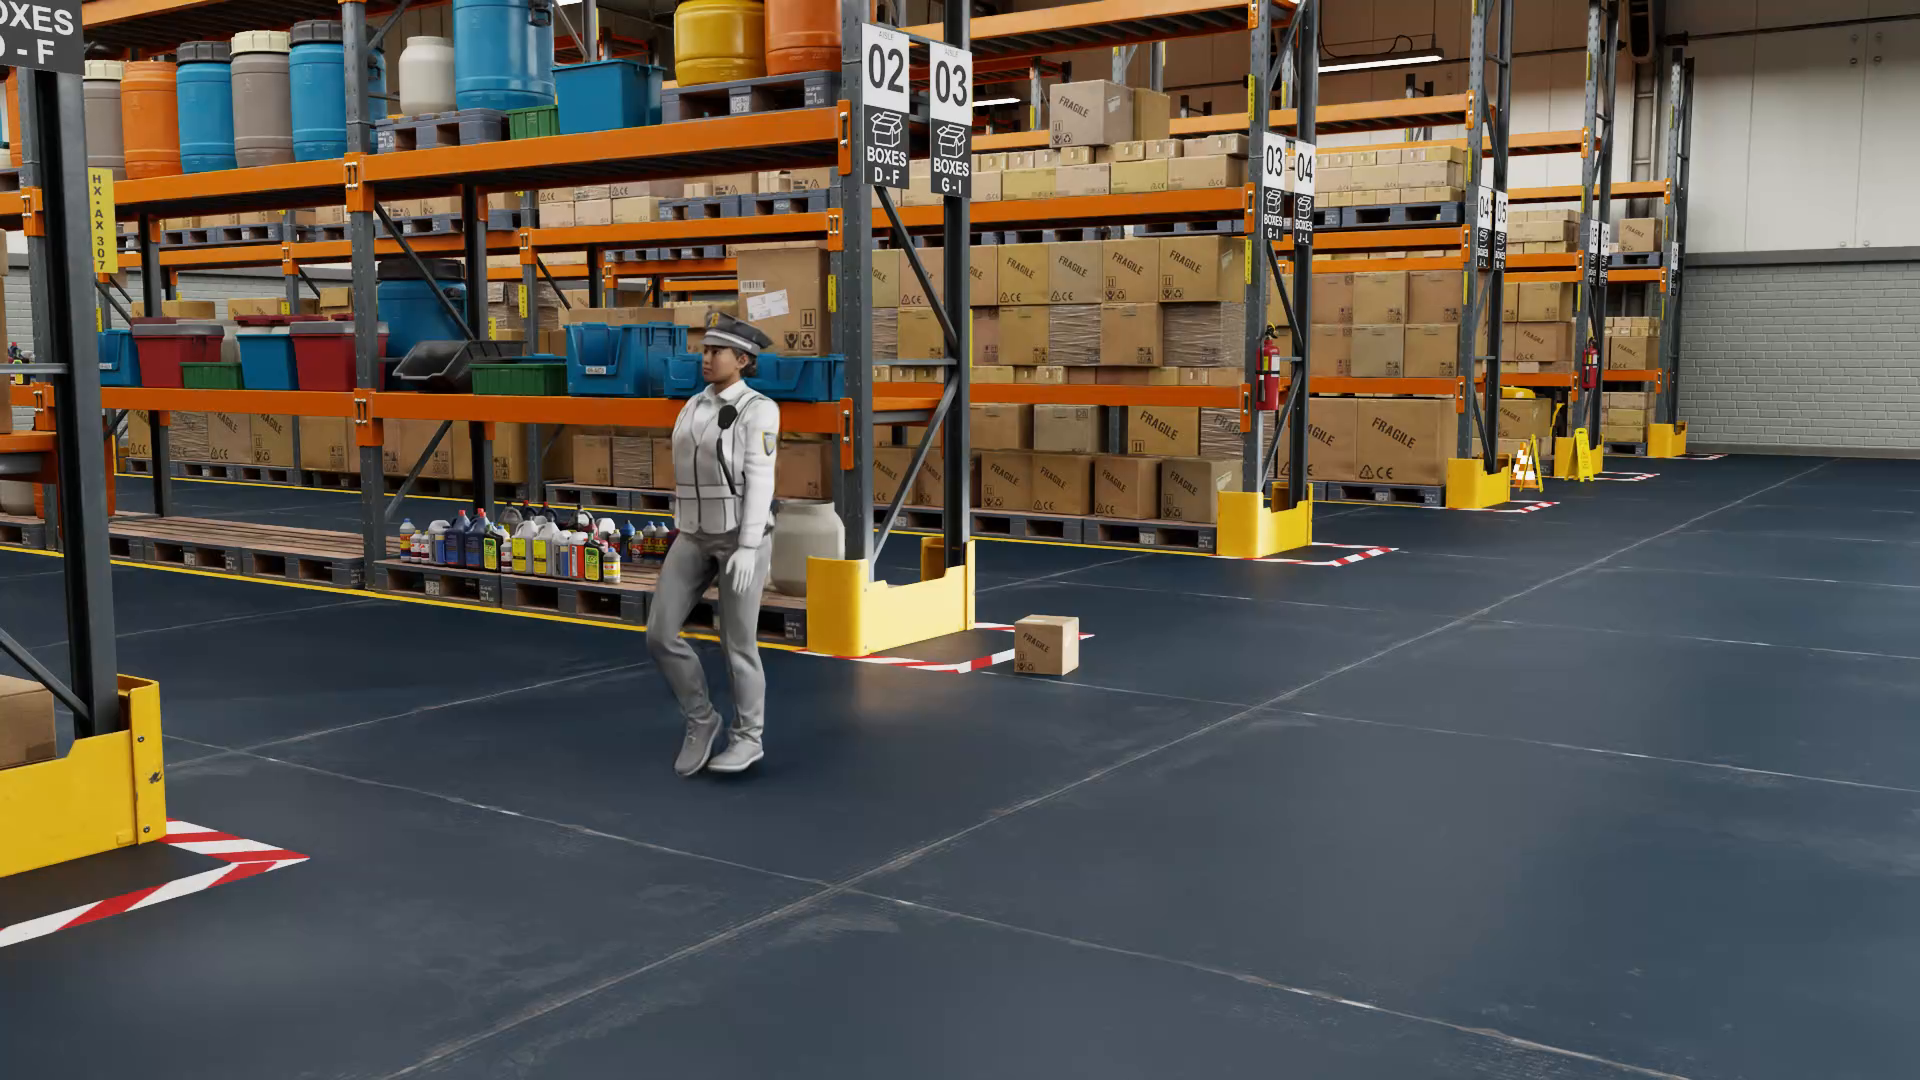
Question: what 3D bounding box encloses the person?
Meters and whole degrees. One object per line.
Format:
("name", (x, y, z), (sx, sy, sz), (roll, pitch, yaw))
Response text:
("person", (-0.886, 0.029, 6.059), (0.486, 1.720, 0.460), (4, 7, 31))
